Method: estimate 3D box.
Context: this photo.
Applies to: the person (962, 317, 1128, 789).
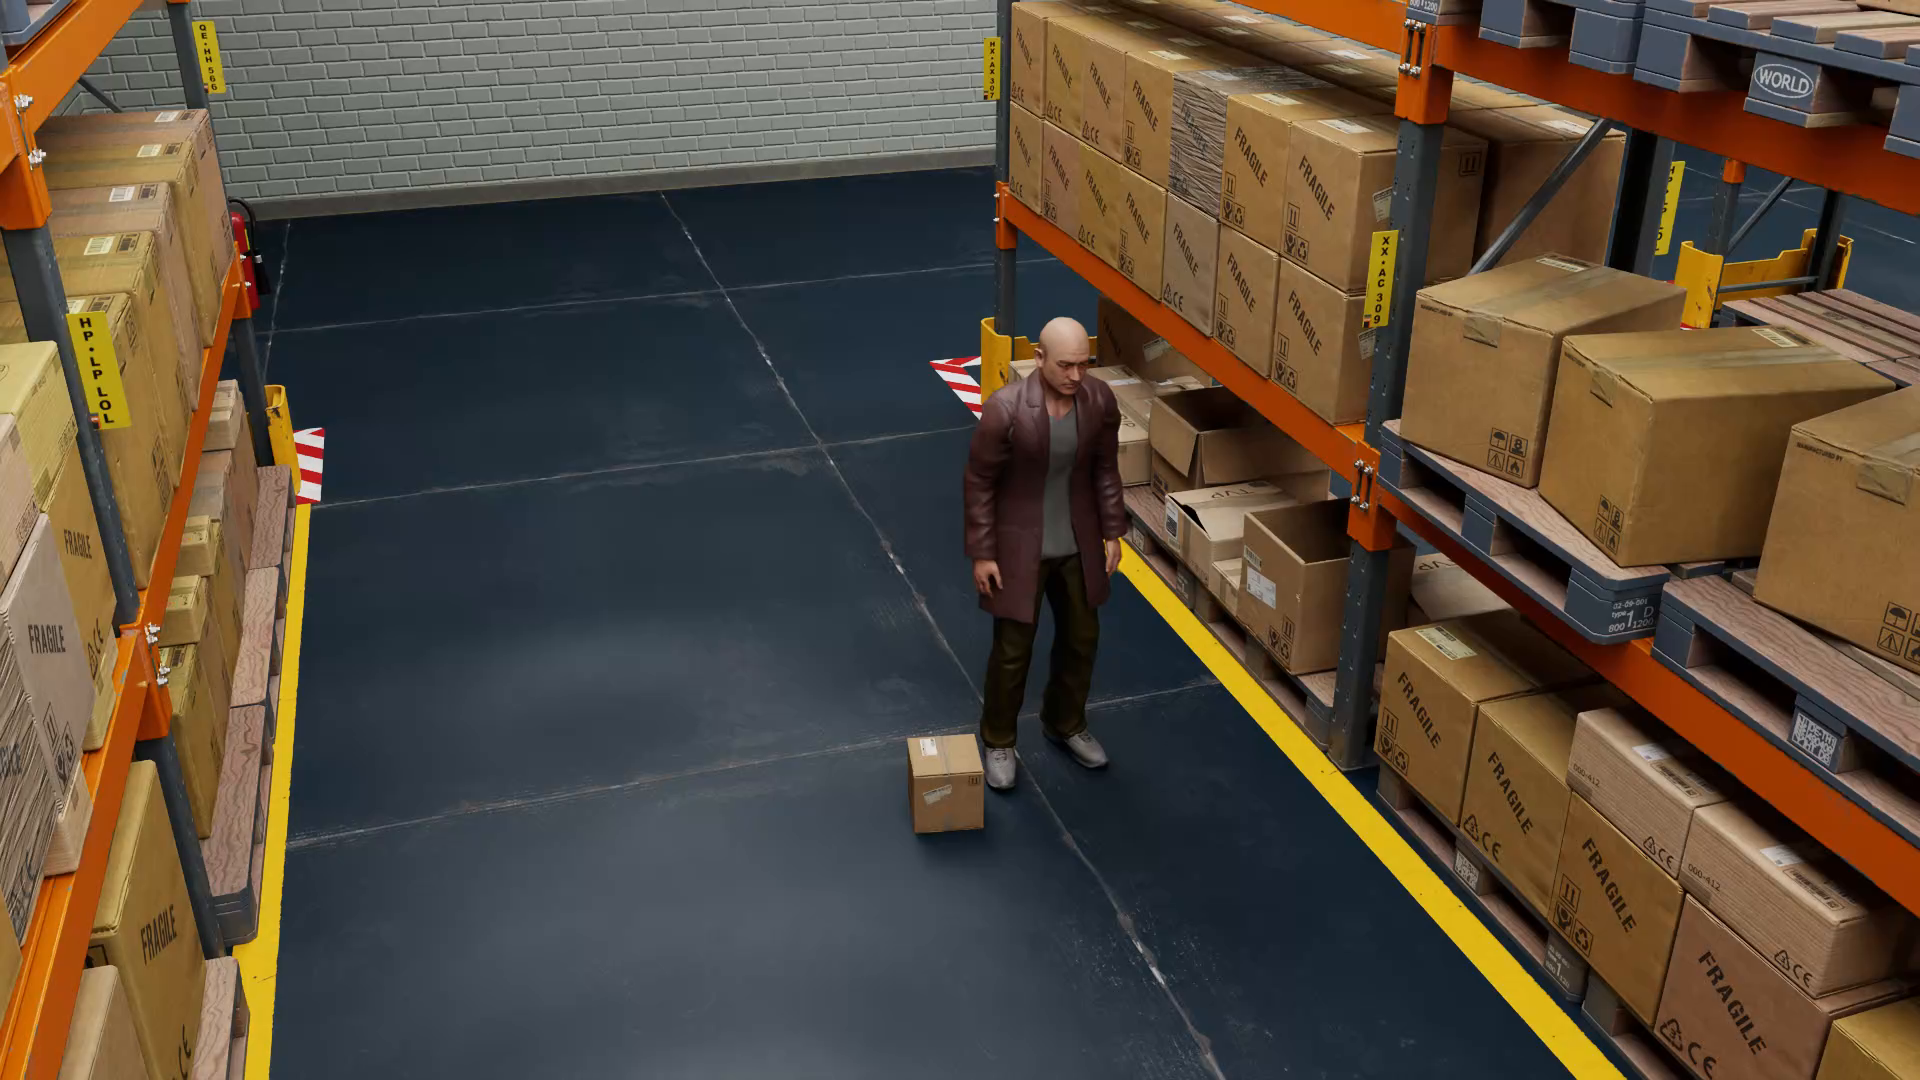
[{"bbox_3d":[0.317,0.112,6.108,0.639,1.591,0.429,-10,28,-19],"label":"person"}]
